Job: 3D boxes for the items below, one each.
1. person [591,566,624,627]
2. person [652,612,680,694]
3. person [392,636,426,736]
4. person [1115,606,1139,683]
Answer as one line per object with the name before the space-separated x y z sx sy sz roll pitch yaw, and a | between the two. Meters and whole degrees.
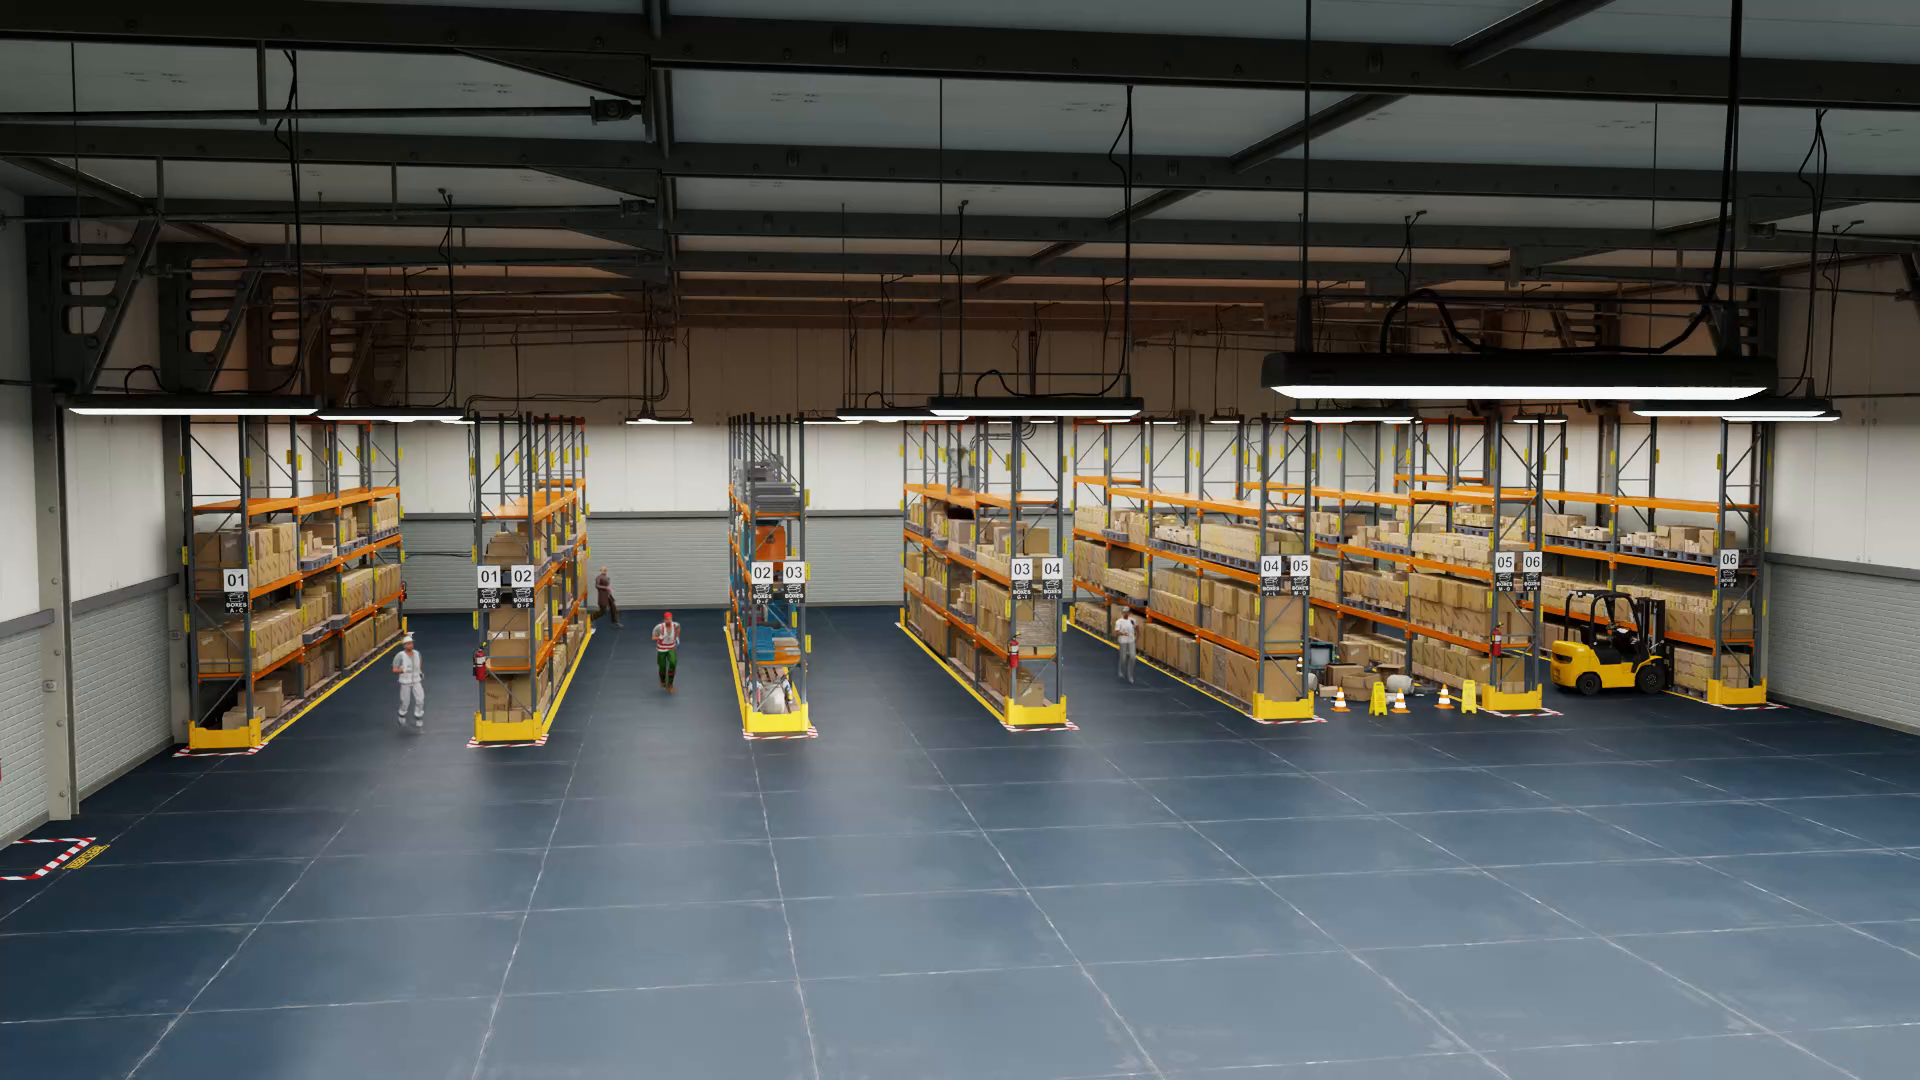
person | -10.094 1.617 47.244 0.995 1.759 0.777 1 4 14
person | -6.343 2.411 35.879 0.648 1.773 0.961 -1 4 -18
person | -10.301 2.711 31.084 0.637 1.845 0.826 -3 5 -39
person | 3.775 2.346 37.552 0.583 1.736 0.765 0 4 -4
